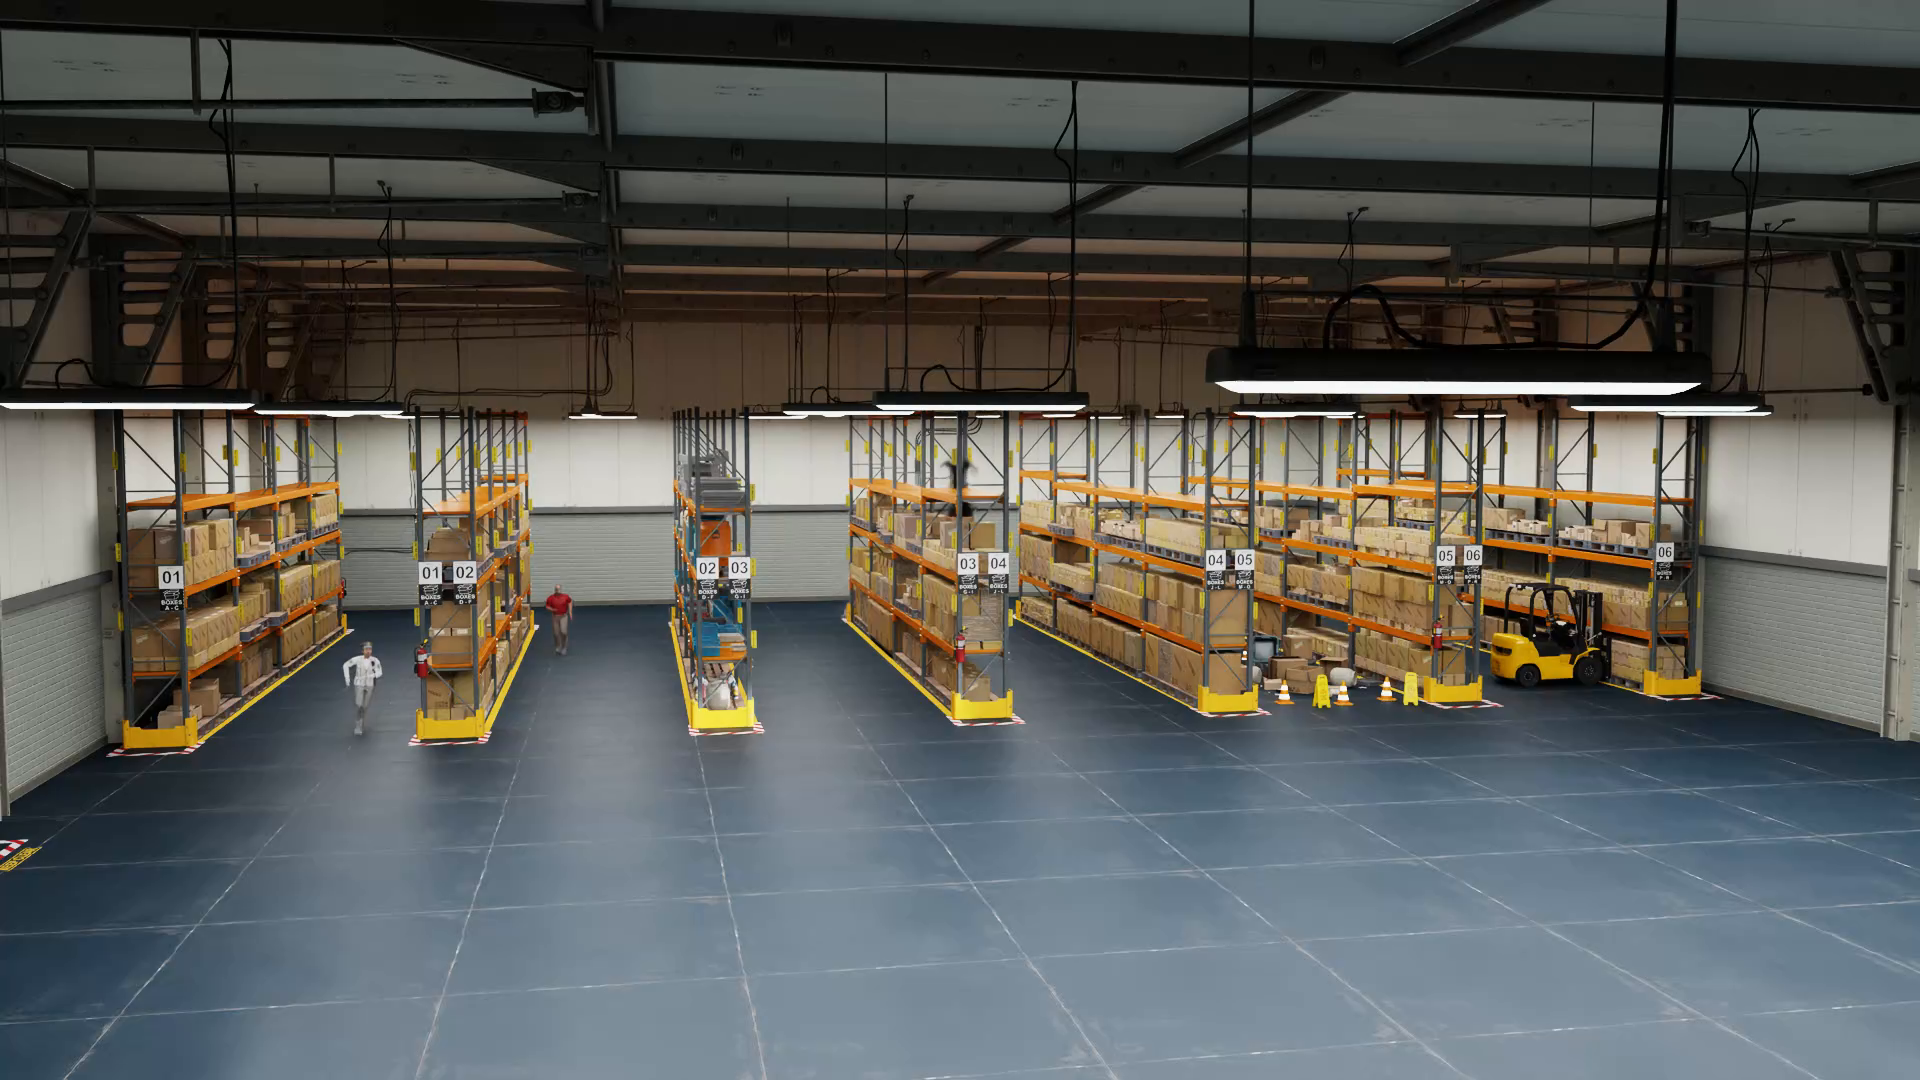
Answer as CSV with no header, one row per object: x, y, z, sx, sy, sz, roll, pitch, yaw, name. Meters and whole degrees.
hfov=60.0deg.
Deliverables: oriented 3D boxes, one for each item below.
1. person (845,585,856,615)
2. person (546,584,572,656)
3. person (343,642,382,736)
-2.945,1.446,48.801,0.892,1.574,0.584,1,4,9,person
-9.850,1.974,40.839,0.615,1.767,0.832,-1,4,-9,person
-11.004,2.724,30.638,0.606,1.721,0.690,-3,5,-32,person
